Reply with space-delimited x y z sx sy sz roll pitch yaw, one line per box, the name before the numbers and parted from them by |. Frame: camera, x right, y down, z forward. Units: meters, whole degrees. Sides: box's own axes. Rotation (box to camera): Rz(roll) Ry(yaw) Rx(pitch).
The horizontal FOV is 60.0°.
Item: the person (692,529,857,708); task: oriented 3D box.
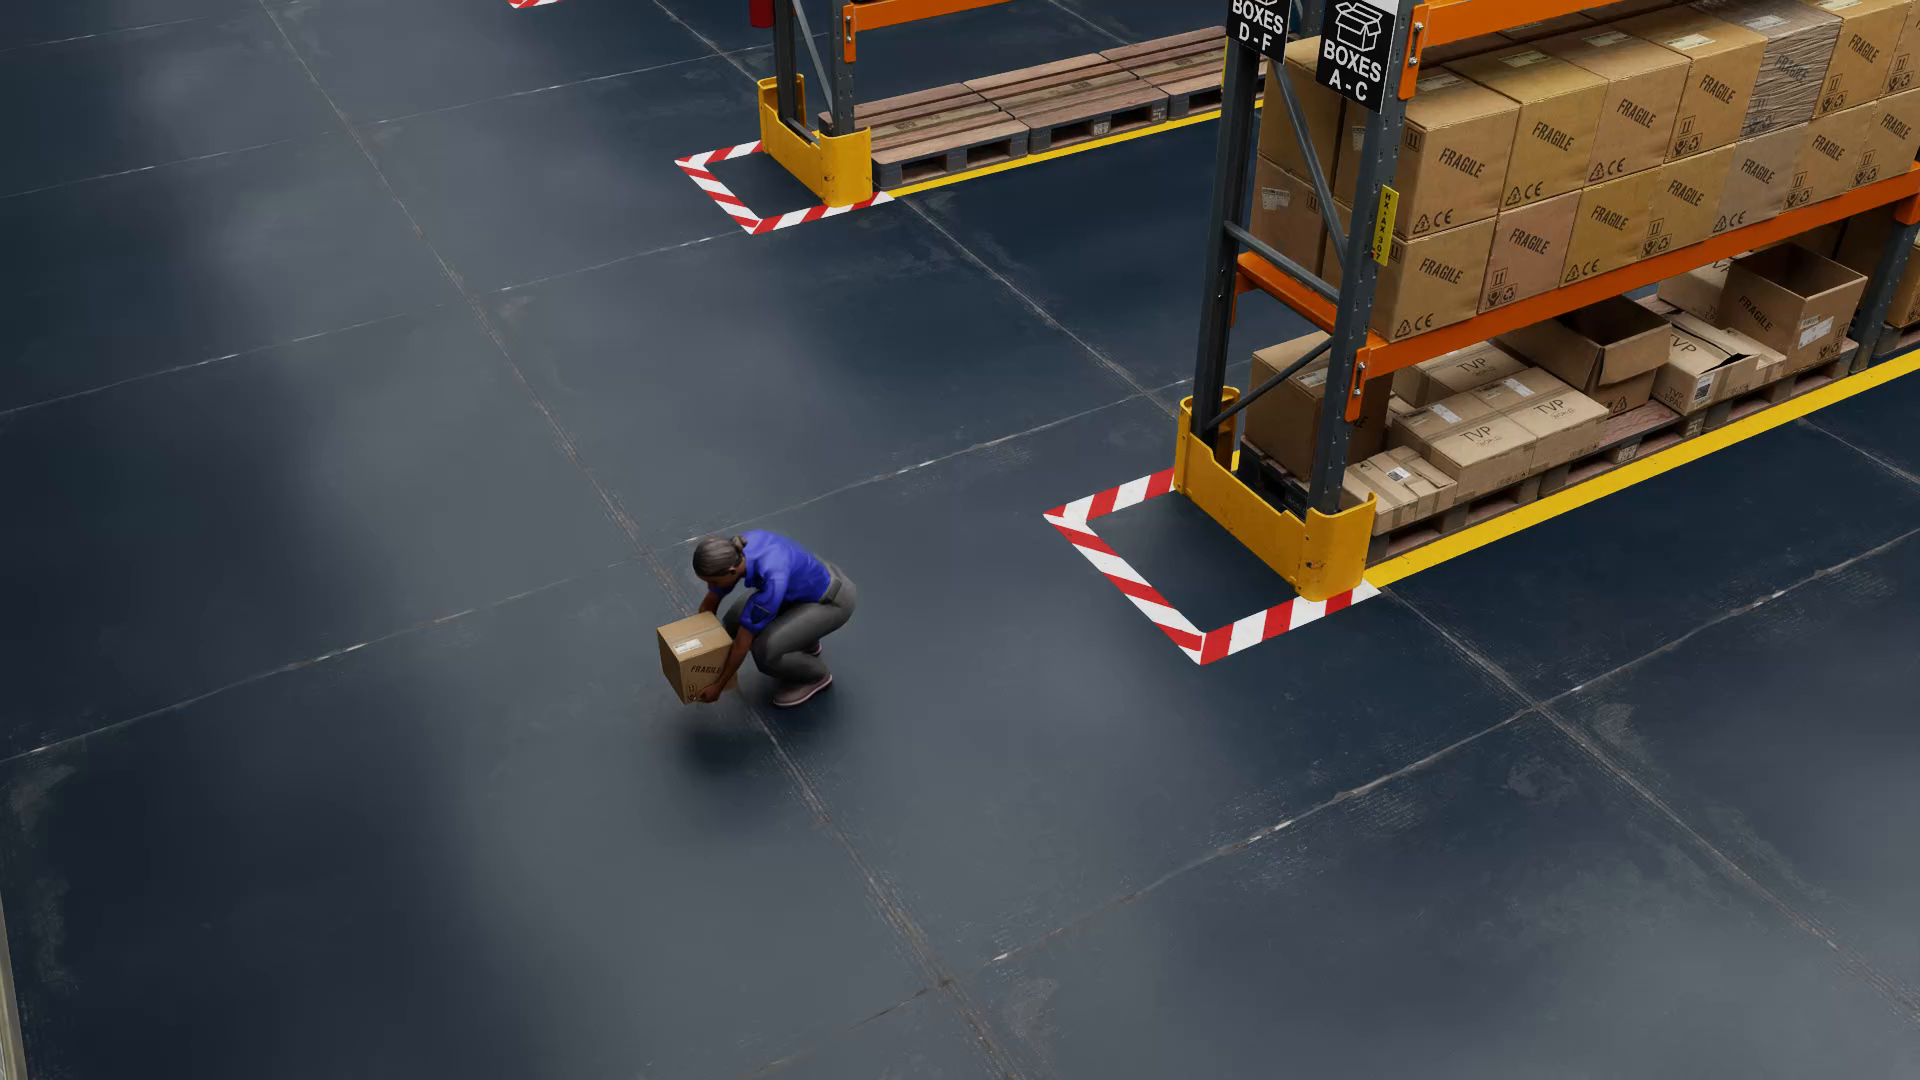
person | -0.836 0.289 7.150 0.836 0.950 0.465 -20 41 -25
